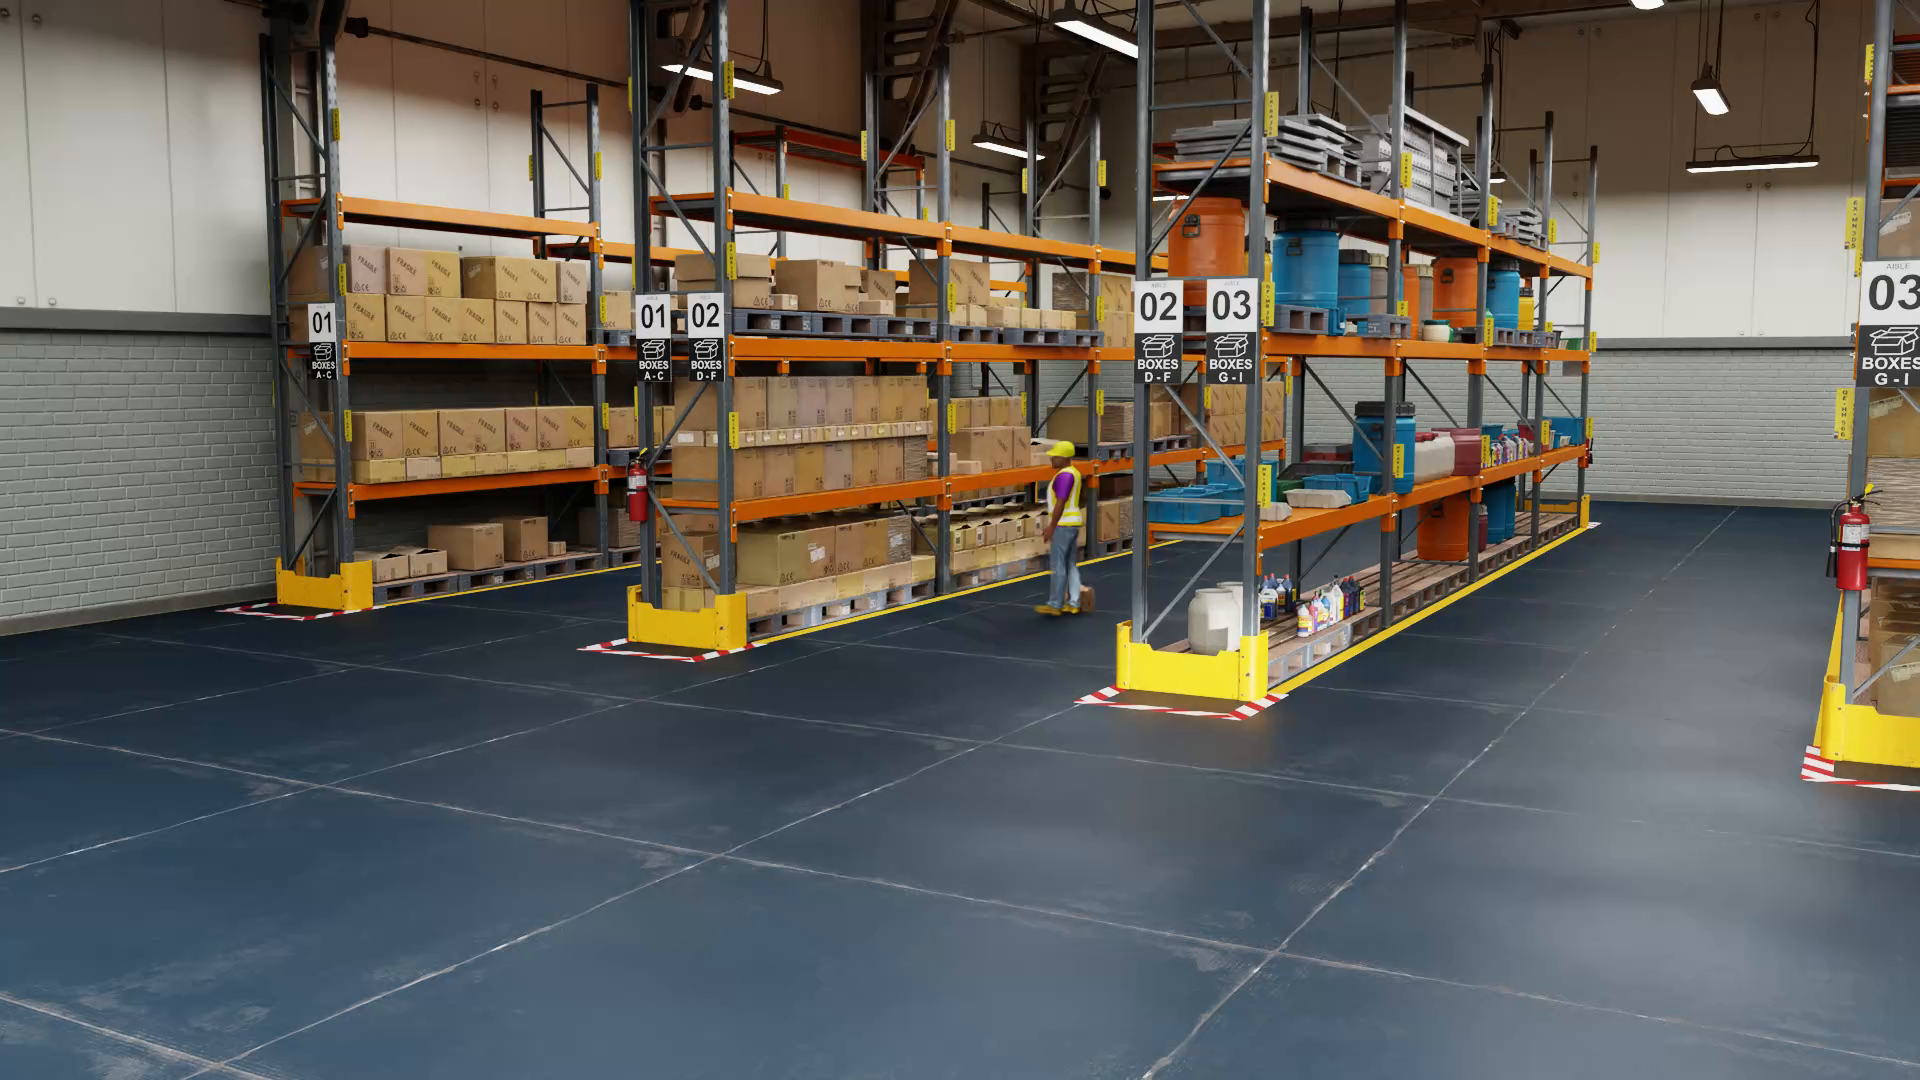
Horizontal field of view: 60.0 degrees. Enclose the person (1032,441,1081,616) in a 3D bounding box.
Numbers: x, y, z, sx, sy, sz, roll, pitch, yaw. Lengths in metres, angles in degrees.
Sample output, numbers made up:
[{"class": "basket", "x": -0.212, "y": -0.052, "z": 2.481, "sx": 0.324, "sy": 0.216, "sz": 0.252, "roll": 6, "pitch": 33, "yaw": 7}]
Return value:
[{"class": "person", "x": 0.997, "y": -0.125, "z": 16.955, "sx": 0.484, "sy": 1.771, "sz": 0.594, "roll": 2, "pitch": 6, "yaw": 14}]
